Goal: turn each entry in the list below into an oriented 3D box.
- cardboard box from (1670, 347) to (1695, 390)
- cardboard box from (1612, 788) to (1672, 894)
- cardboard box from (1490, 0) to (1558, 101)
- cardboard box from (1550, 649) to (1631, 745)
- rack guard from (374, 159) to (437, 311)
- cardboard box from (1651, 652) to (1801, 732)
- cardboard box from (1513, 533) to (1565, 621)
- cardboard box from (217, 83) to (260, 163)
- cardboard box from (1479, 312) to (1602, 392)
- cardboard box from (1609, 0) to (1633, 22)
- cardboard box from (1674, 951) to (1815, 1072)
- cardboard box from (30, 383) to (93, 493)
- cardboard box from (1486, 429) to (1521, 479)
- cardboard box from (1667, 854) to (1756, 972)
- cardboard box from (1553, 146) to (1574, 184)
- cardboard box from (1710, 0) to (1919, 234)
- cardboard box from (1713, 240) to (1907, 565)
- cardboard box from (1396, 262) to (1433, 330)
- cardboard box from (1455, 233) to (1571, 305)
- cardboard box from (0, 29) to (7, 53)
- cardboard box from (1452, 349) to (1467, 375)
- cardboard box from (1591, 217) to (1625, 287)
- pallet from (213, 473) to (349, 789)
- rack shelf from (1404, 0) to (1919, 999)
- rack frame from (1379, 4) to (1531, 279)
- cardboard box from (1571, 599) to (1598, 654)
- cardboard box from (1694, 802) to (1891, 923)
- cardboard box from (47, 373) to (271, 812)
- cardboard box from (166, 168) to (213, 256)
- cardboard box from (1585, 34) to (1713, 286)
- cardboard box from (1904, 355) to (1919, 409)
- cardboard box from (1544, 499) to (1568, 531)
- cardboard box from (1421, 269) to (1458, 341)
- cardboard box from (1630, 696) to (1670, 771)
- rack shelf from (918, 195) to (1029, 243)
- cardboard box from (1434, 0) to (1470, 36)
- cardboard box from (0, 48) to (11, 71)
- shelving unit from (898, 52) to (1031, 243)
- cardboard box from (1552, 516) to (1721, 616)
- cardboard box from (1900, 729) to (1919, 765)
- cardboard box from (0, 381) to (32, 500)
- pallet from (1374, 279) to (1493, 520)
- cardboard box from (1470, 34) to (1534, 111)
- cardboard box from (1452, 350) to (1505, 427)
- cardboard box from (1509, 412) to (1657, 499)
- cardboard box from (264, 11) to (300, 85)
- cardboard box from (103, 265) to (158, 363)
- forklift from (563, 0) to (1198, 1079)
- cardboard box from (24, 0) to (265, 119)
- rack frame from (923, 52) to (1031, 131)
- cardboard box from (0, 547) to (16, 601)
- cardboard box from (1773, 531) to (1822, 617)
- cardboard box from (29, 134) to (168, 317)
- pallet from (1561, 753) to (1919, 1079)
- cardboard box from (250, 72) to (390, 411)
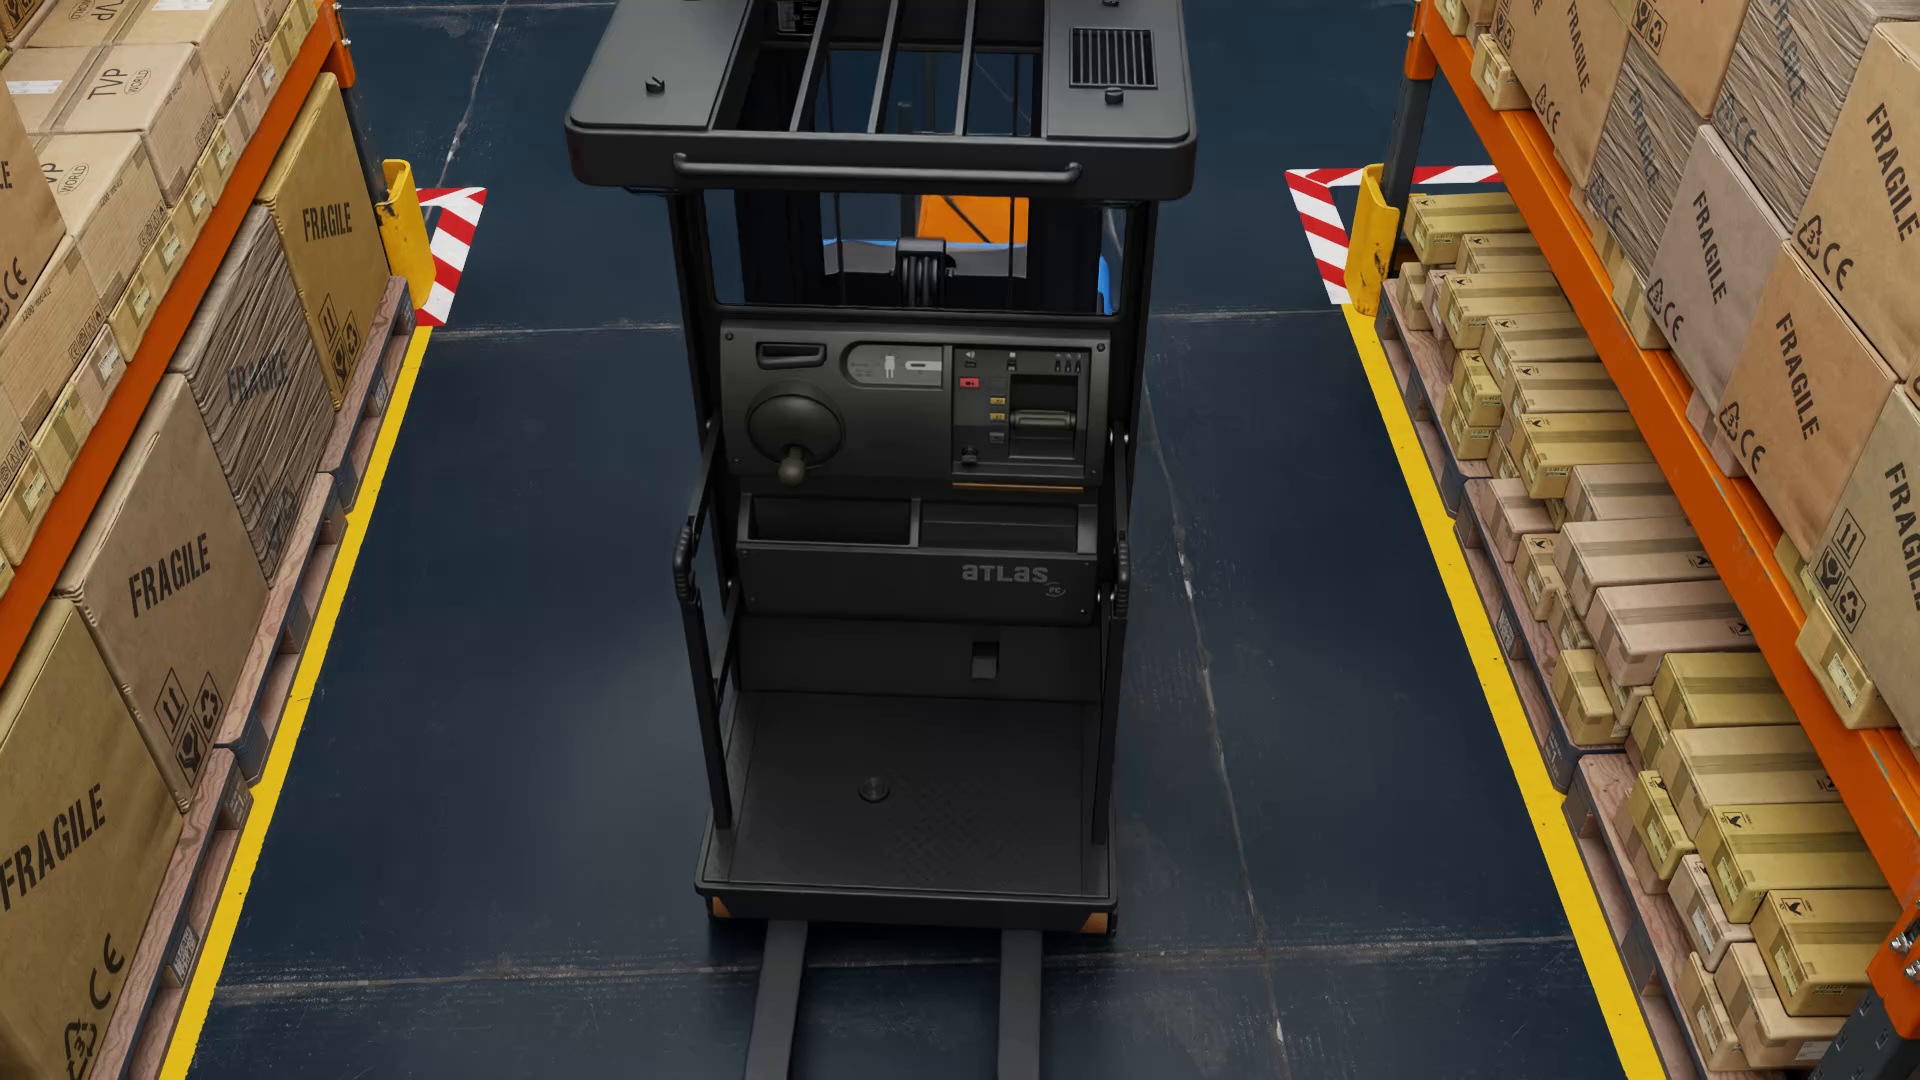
[{"bbox_3d":[2.054,-0.469,4.227,0.380,0.149,0.250,-2,43,-2],"label":"cardboard box"},{"bbox_3d":[1.996,0.795,4.461,0.380,0.149,0.250,-3,43,-3],"label":"cardboard box"},{"bbox_3d":[1.978,-1.667,5.054,0.500,0.500,0.500,-2,43,-2],"label":"cardboard box"},{"bbox_3d":[1.955,0.451,4.837,0.380,0.149,0.250,-2,43,-2],"label":"cardboard box"},{"bbox_3d":[-2.774,-1.213,6.703,1.175,0.500,0.348,-2,43,-2],"label":"rack guard"},{"bbox_3d":[2.080,0.436,4.413,0.380,0.149,0.250,0,43,0],"label":"cardboard box"},{"bbox_3d":[1.968,0.111,5.208,0.380,0.149,0.250,-2,43,-2],"label":"cardboard box"},{"bbox_3d":[-2.397,-1.280,5.112,0.380,0.149,0.250,-1,43,-1],"label":"cardboard box"},{"bbox_3d":[1.977,-0.630,5.576,0.380,0.149,0.250,-4,43,-4],"label":"cardboard box"},{"bbox_3d":[1.968,-1.704,4.355,0.500,0.500,0.500,-3,43,-3],"label":"cardboard box"},{"bbox_3d":[1.999,1.150,4.075,0.380,0.149,0.250,-1,43,-1],"label":"cardboard box"},{"bbox_3d":[-2.331,-0.239,3.977,0.380,0.149,0.250,-2,43,-2],"label":"cardboard box"},{"bbox_3d":[2.007,-0.246,5.597,0.380,0.149,0.250,-2,43,-2],"label":"cardboard box"},{"bbox_3d":[2.001,0.909,4.117,0.380,0.149,0.250,-4,43,-4],"label":"cardboard box"},{"bbox_3d":[2.018,-1.163,4.984,0.380,0.149,0.250,-2,43,-2],"label":"cardboard box"},{"bbox_3d":[2.031,-1.011,3.599,0.500,0.500,0.500,-1,43,-1],"label":"cardboard box"},{"bbox_3d":[2.033,-0.307,3.571,0.500,0.500,0.500,-3,43,-3],"label":"cardboard box"},{"bbox_3d":[1.889,-0.933,6.347,0.380,0.149,0.250,-1,43,-1],"label":"cardboard box"},{"bbox_3d":[2.001,-0.969,5.946,0.380,0.149,0.250,-1,43,-1],"label":"cardboard box"},{"bbox_3d":[-2.973,-1.430,4.426,0.500,0.500,0.500,-3,43,-3],"label":"cardboard box"},{"bbox_3d":[1.999,-0.591,5.974,0.380,0.149,0.250,-1,43,-1],"label":"cardboard box"},{"bbox_3d":[1.990,-0.820,4.610,0.380,0.149,0.250,0,43,0],"label":"cardboard box"},{"bbox_3d":[-2.612,0.269,5.300,1.003,0.211,1.213,-2,43,-2],"label":"pallet"},{"bbox_3d":[2.271,-0.576,4.691,1.077,0.370,4.000,-2,43,-2],"label":"rack shelf"},{"bbox_3d":[2.186,-2.192,5.921,1.000,3.000,0.127,-2,43,-2],"label":"rack frame"},{"bbox_3d":[2.038,0.204,4.887,0.380,0.149,0.250,-4,43,-4],"label":"cardboard box"},{"bbox_3d":[2.031,0.781,4.037,0.380,0.149,0.250,-1,43,-1],"label":"cardboard box"},{"bbox_3d":[-2.590,0.156,4.622,0.875,0.875,0.875,-2,43,-2],"label":"cardboard box"},{"bbox_3d":[-2.373,-0.930,4.730,0.380,0.149,0.250,-1,43,-2],"label":"cardboard box"},{"bbox_3d":[2.014,-0.992,4.318,0.500,0.500,0.500,-3,43,-3],"label":"cardboard box"},{"bbox_3d":[2.066,-0.316,2.841,0.500,0.500,0.500,-3,43,-3],"label":"cardboard box"},{"bbox_3d":[2.068,-0.161,5.284,0.380,0.149,0.250,0,43,0],"label":"cardboard box"},{"bbox_3d":[1.907,-0.858,6.045,0.380,0.149,0.250,-2,43,-2],"label":"cardboard box"},{"bbox_3d":[2.060,0.557,4.502,0.380,0.149,0.250,-1,43,-1],"label":"cardboard box"},{"bbox_3d":[0.092,-0.954,5.947,0.538,0.185,1.000,2,43,2],"label":"rack shelf"},{"bbox_3d":[1.873,-1.871,5.757,0.380,0.149,0.250,-2,43,-2],"label":"cardboard box"},{"bbox_3d":[-2.976,-1.150,4.676,0.500,0.250,0.500,-3,43,-3],"label":"cardboard box"},{"bbox_3d":[0.092,-1.093,5.832,0.587,1.500,1.083,2,43,2],"label":"shelving unit"},{"bbox_3d":[1.952,0.074,4.808,0.380,0.149,0.250,-3,43,-3],"label":"cardboard box"},{"bbox_3d":[2.110,0.415,3.263,0.380,0.149,0.250,-2,43,-2],"label":"cardboard box"},{"bbox_3d":[-2.378,-0.132,3.565,0.500,0.250,0.500,-2,43,-2],"label":"cardboard box"},{"bbox_3d":[2.189,-0.563,6.208,1.003,0.211,1.213,-2,43,-2],"label":"pallet"},{"bbox_3d":[1.883,-1.517,5.371,0.380,0.149,0.250,-3,43,-3],"label":"cardboard box"},{"bbox_3d":[1.909,-0.519,5.675,0.380,0.149,0.250,0,43,0],"label":"cardboard box"},{"bbox_3d":[1.945,-0.264,5.177,0.380,0.149,0.250,-1,43,-1],"label":"cardboard box"},{"bbox_3d":[-2.417,-1.619,5.482,0.380,0.149,0.250,-1,43,-1],"label":"cardboard box"},{"bbox_3d":[-2.351,-0.586,4.356,0.380,0.149,0.250,-3,43,-3],"label":"cardboard box"},{"bbox_3d":[-0.118,-0.232,3.834,1.130,2.935,3.031,2,43,2],"label":"forklift"},{"bbox_3d":[-2.467,-1.510,5.068,0.500,0.250,0.500,-2,43,-3],"label":"cardboard box"},{"bbox_3d":[0.117,-1.430,6.200,0.500,1.500,0.032,2,43,2],"label":"rack frame"},{"bbox_3d":[-2.307,0.111,3.595,0.380,0.149,0.250,0,43,0],"label":"cardboard box"},{"bbox_3d":[2.039,0.062,3.648,0.380,0.149,0.250,0,43,0],"label":"cardboard box"},{"bbox_3d":[-2.419,-0.815,4.310,0.500,0.250,0.500,-2,43,-2],"label":"cardboard box"},{"bbox_3d":[2.292,1.084,4.411,1.003,0.211,1.213,-2,43,-2],"label":"pallet"},{"bbox_3d":[-2.666,-1.060,5.948,0.875,0.875,0.875,-2,43,-2],"label":"cardboard box"}]
